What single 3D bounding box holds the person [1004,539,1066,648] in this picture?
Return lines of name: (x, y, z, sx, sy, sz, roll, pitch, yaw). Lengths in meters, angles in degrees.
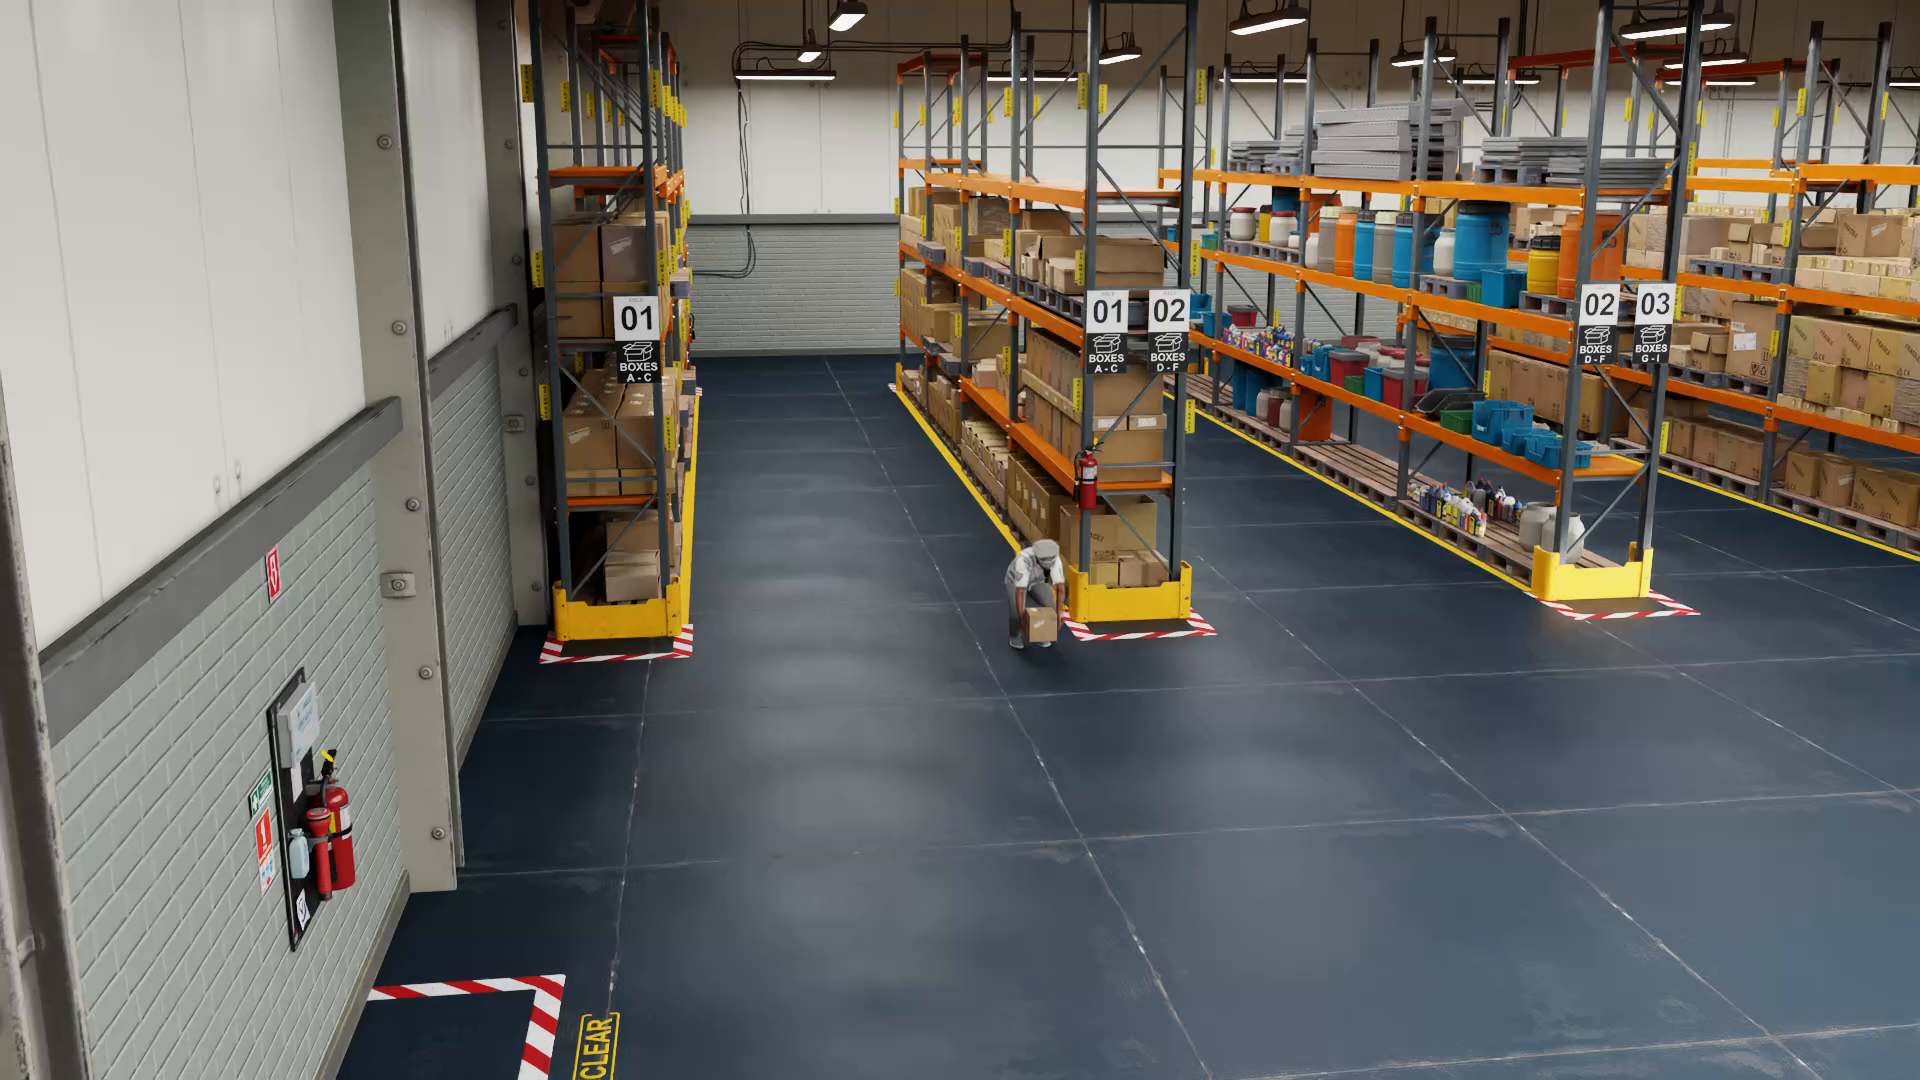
person: (0.690, 0.473, 15.275, 0.491, 1.076, 0.827, -2, 13, -10)
